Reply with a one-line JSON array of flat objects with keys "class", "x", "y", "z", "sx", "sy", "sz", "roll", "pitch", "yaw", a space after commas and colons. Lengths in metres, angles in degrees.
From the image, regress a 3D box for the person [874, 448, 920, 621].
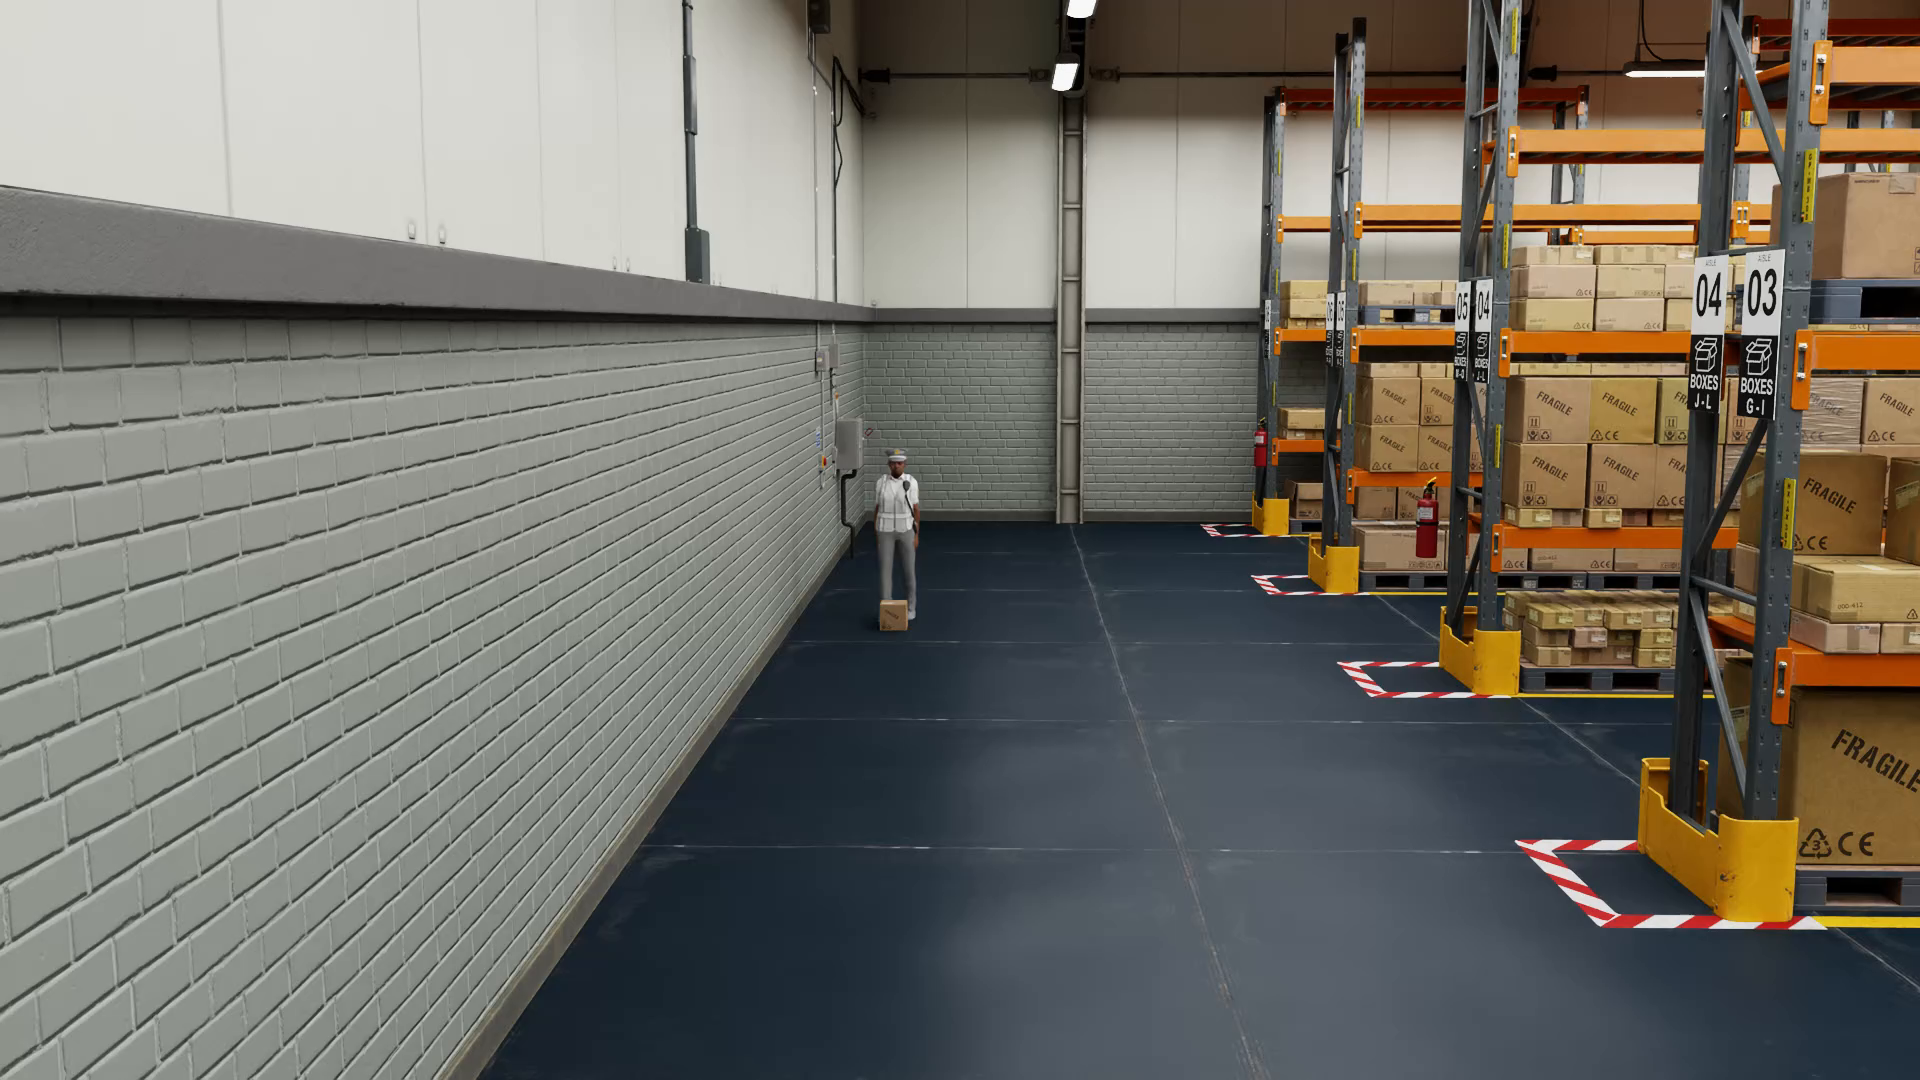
[{"class": "person", "x": -0.612, "y": -0.042, "z": 16.145, "sx": 0.442, "sy": 1.715, "sz": 0.426, "roll": 0, "pitch": 7, "yaw": 2}]
